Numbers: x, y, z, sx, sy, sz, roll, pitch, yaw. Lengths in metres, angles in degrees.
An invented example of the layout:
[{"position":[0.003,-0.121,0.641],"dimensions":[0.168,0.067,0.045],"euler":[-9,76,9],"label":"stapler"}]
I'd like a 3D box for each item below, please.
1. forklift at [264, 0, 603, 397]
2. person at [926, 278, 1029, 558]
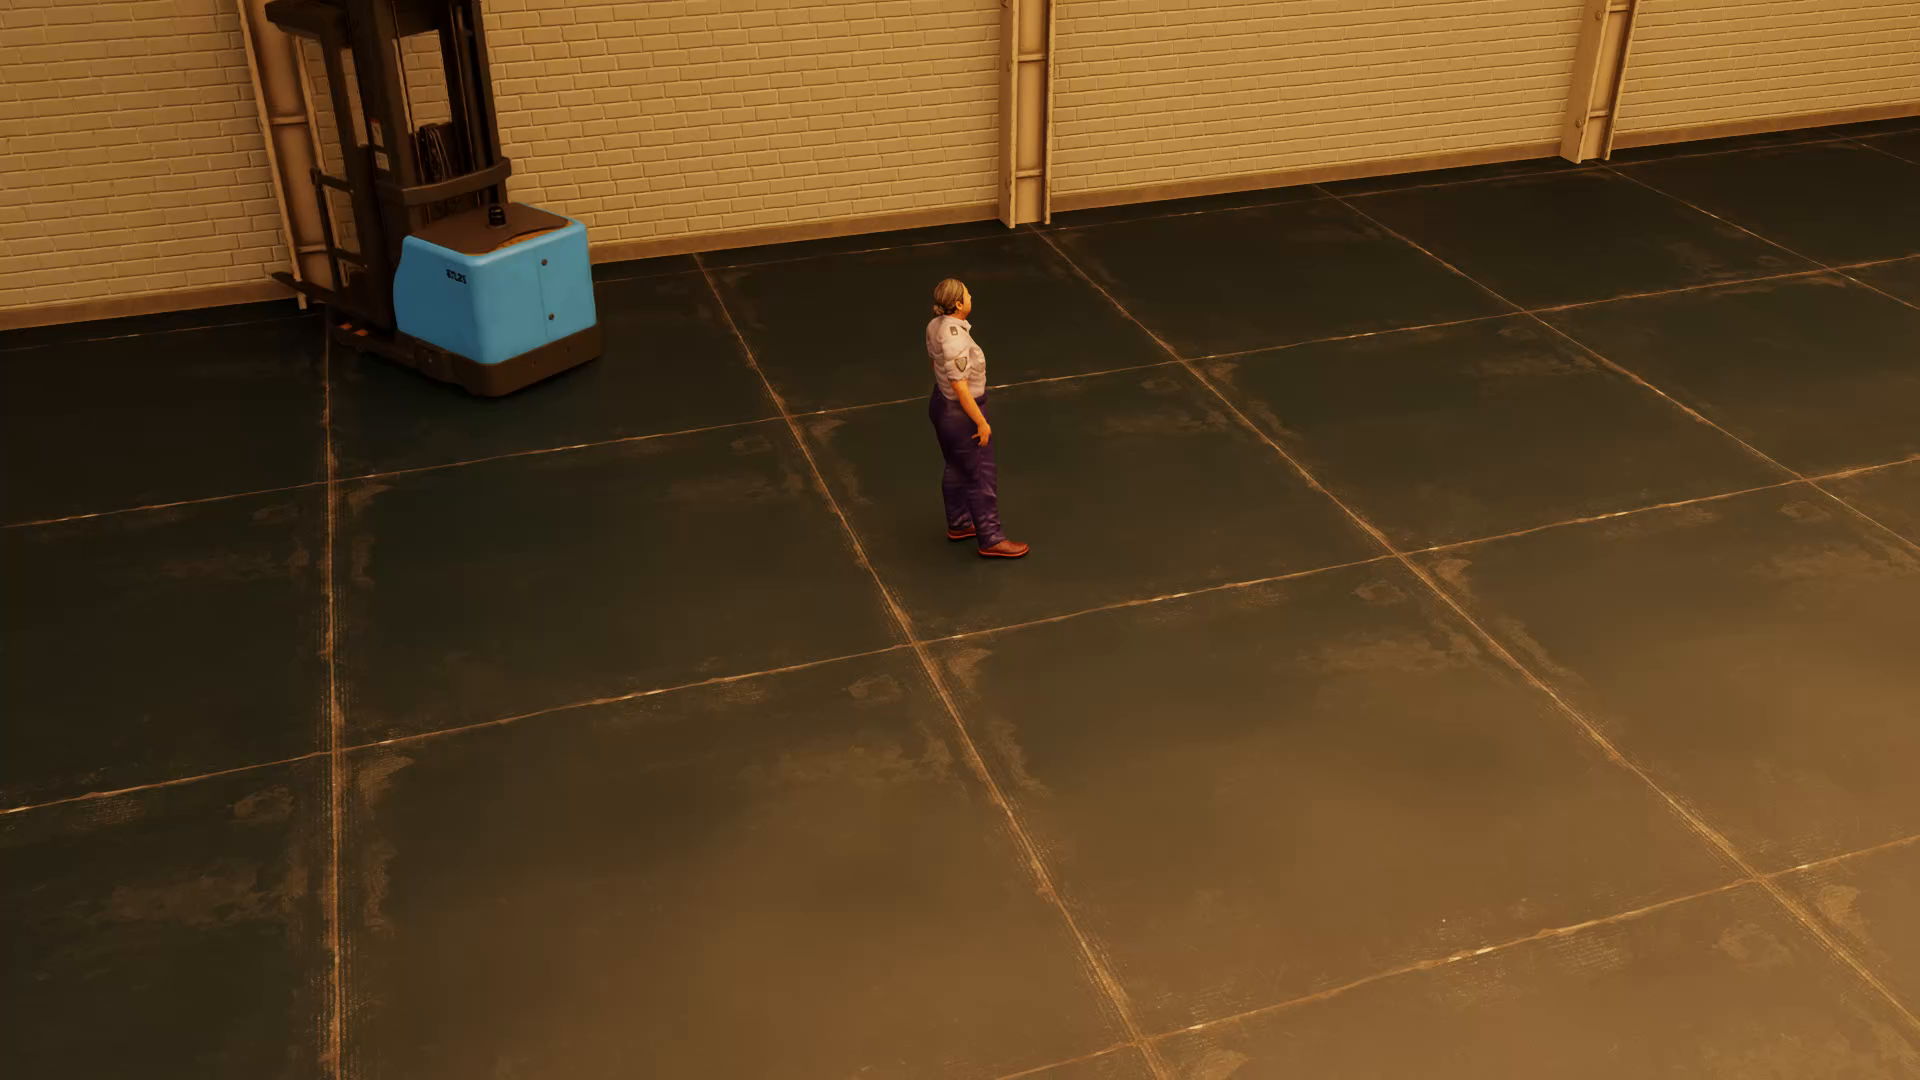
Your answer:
[{"position":[-4.108,-2.862,12.061],"dimensions":[3.031,2.935,1.130],"euler":[22,36,33],"label":"forklift"},{"position":[0.092,-0.725,9.617],"dimensions":[0.503,1.651,0.598],"euler":[-10,31,-16],"label":"person"}]
